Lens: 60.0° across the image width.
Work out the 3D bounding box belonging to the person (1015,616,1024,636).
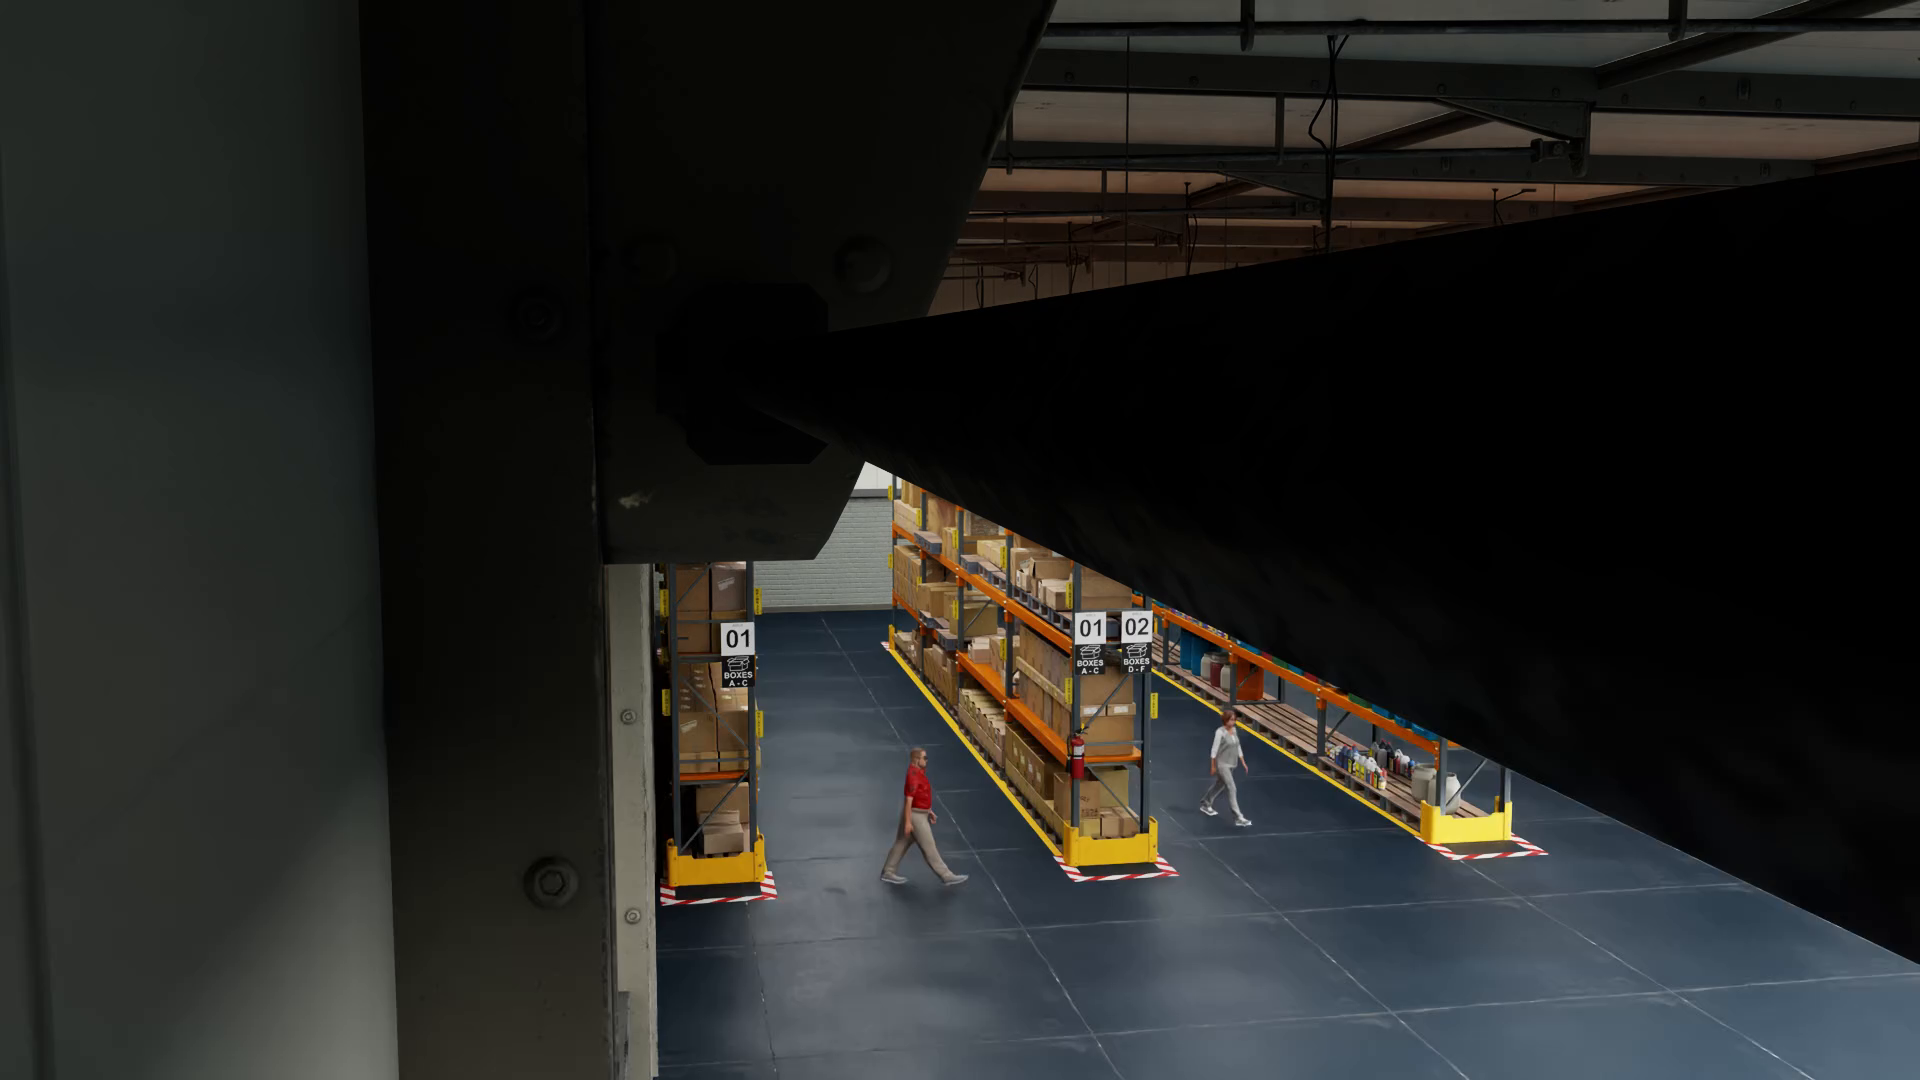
[{"bbox_3d":[1.222,1.560,36.194,0.687,1.710,0.594,-4,7,-33],"label":"person"}]

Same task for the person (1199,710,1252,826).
[{"bbox_3d":[3.662,3.098,22.759,0.999,1.516,0.464,5,8,40],"label":"person"}]

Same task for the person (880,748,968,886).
[{"bbox_3d":[-0.444,3.317,19.976,1.038,1.669,0.578,-1,6,-6],"label":"person"}]
